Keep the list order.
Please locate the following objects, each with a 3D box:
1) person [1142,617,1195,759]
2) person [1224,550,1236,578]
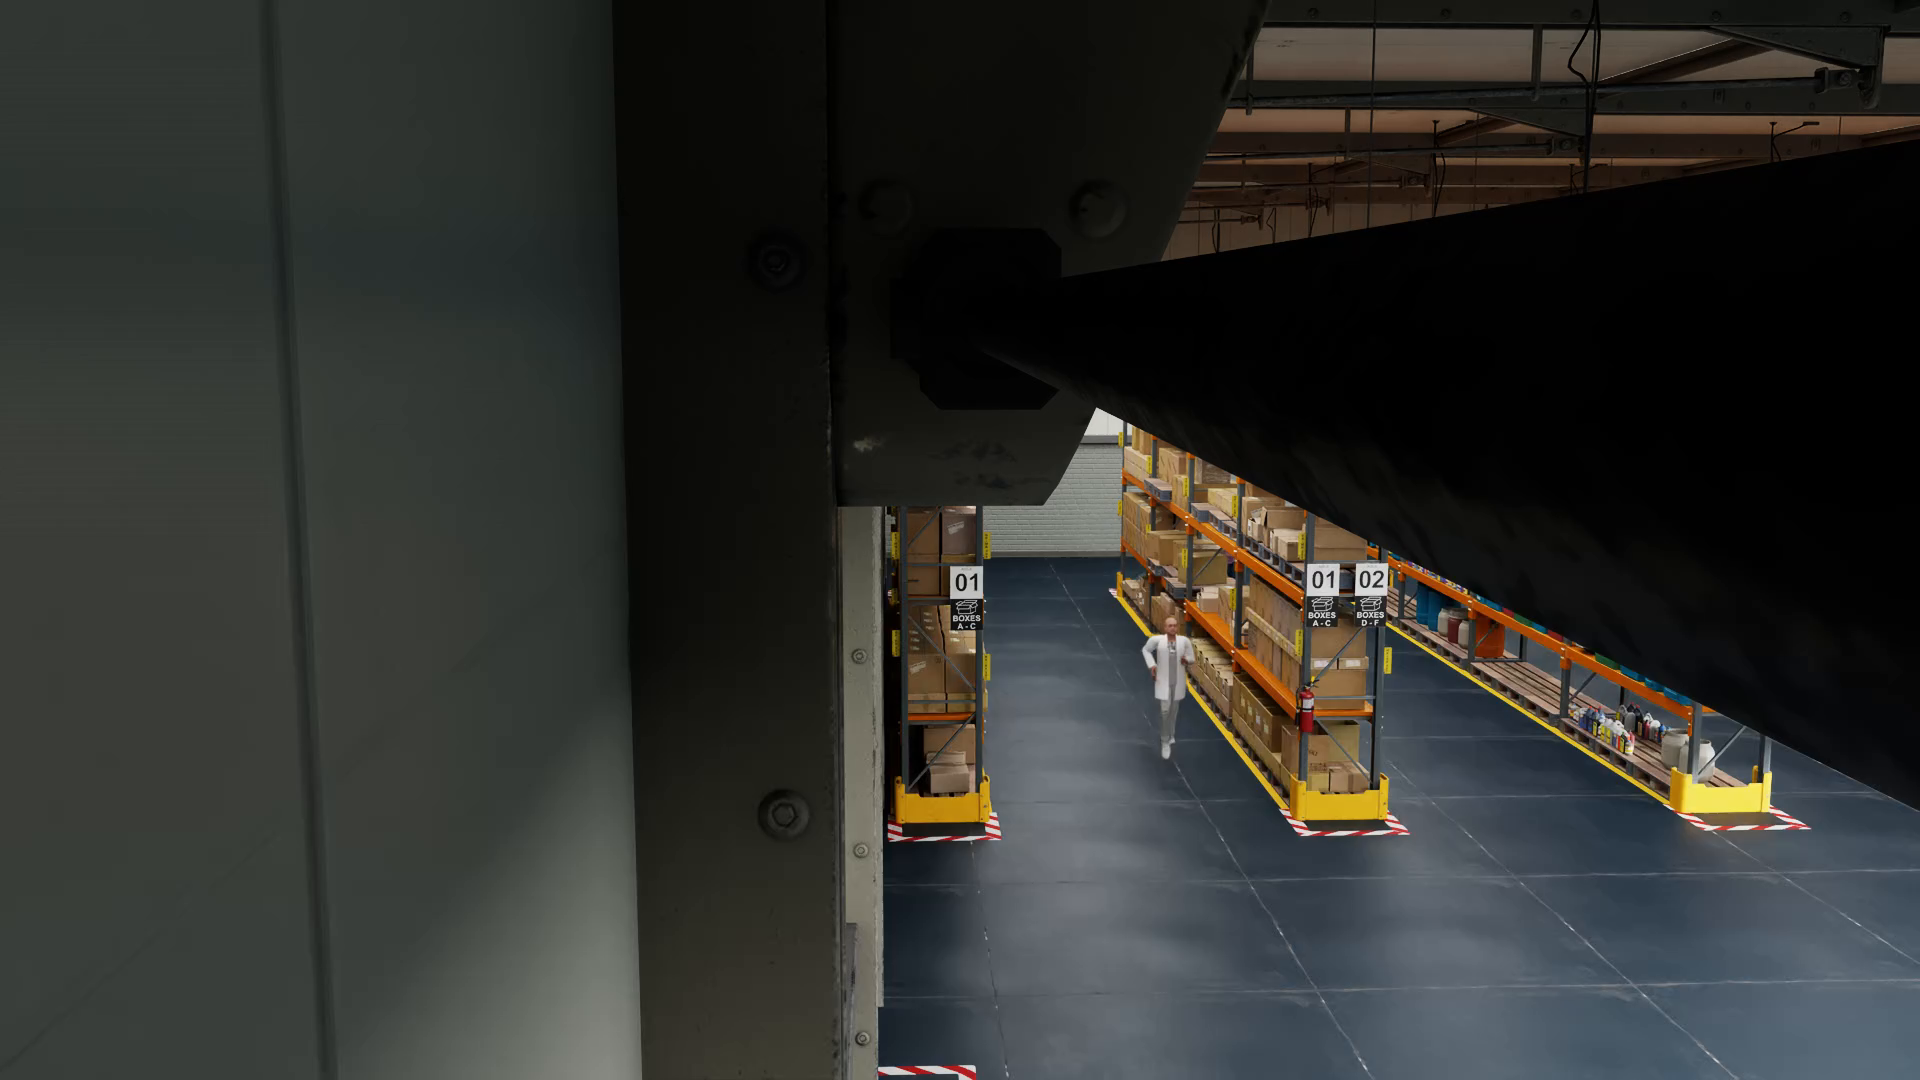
[{"bbox_3d":[2.877,2.002,22.762,0.682,1.897,0.779,-1,8,-6],"label":"person"},{"bbox_3d":[5.867,0.480,36.225,0.596,1.568,0.606,-3,9,-21],"label":"person"}]
